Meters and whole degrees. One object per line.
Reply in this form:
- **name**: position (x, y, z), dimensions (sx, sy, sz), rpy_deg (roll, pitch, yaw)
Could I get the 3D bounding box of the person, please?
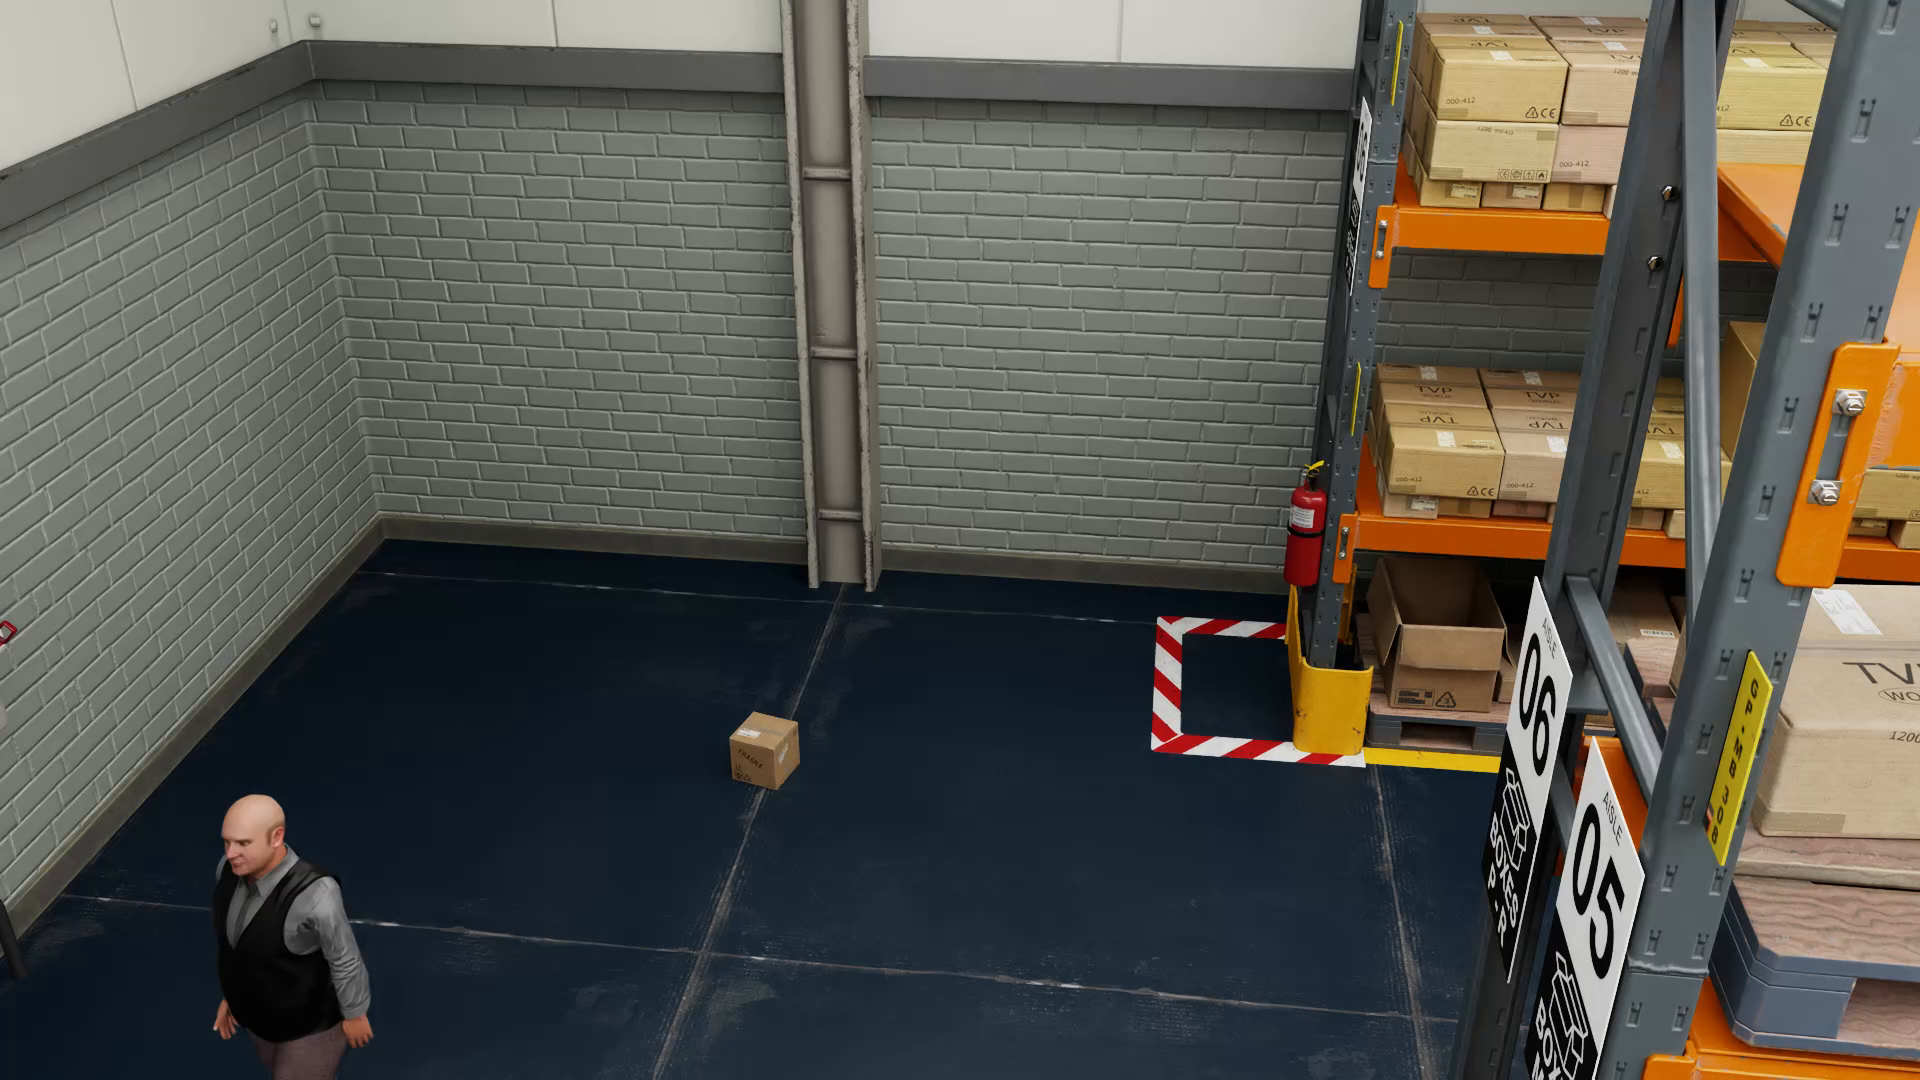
- **person**: position (-2.274, 1.657, 5.617), dimensions (0.550, 1.656, 0.461), rpy_deg (16, 32, 27)
